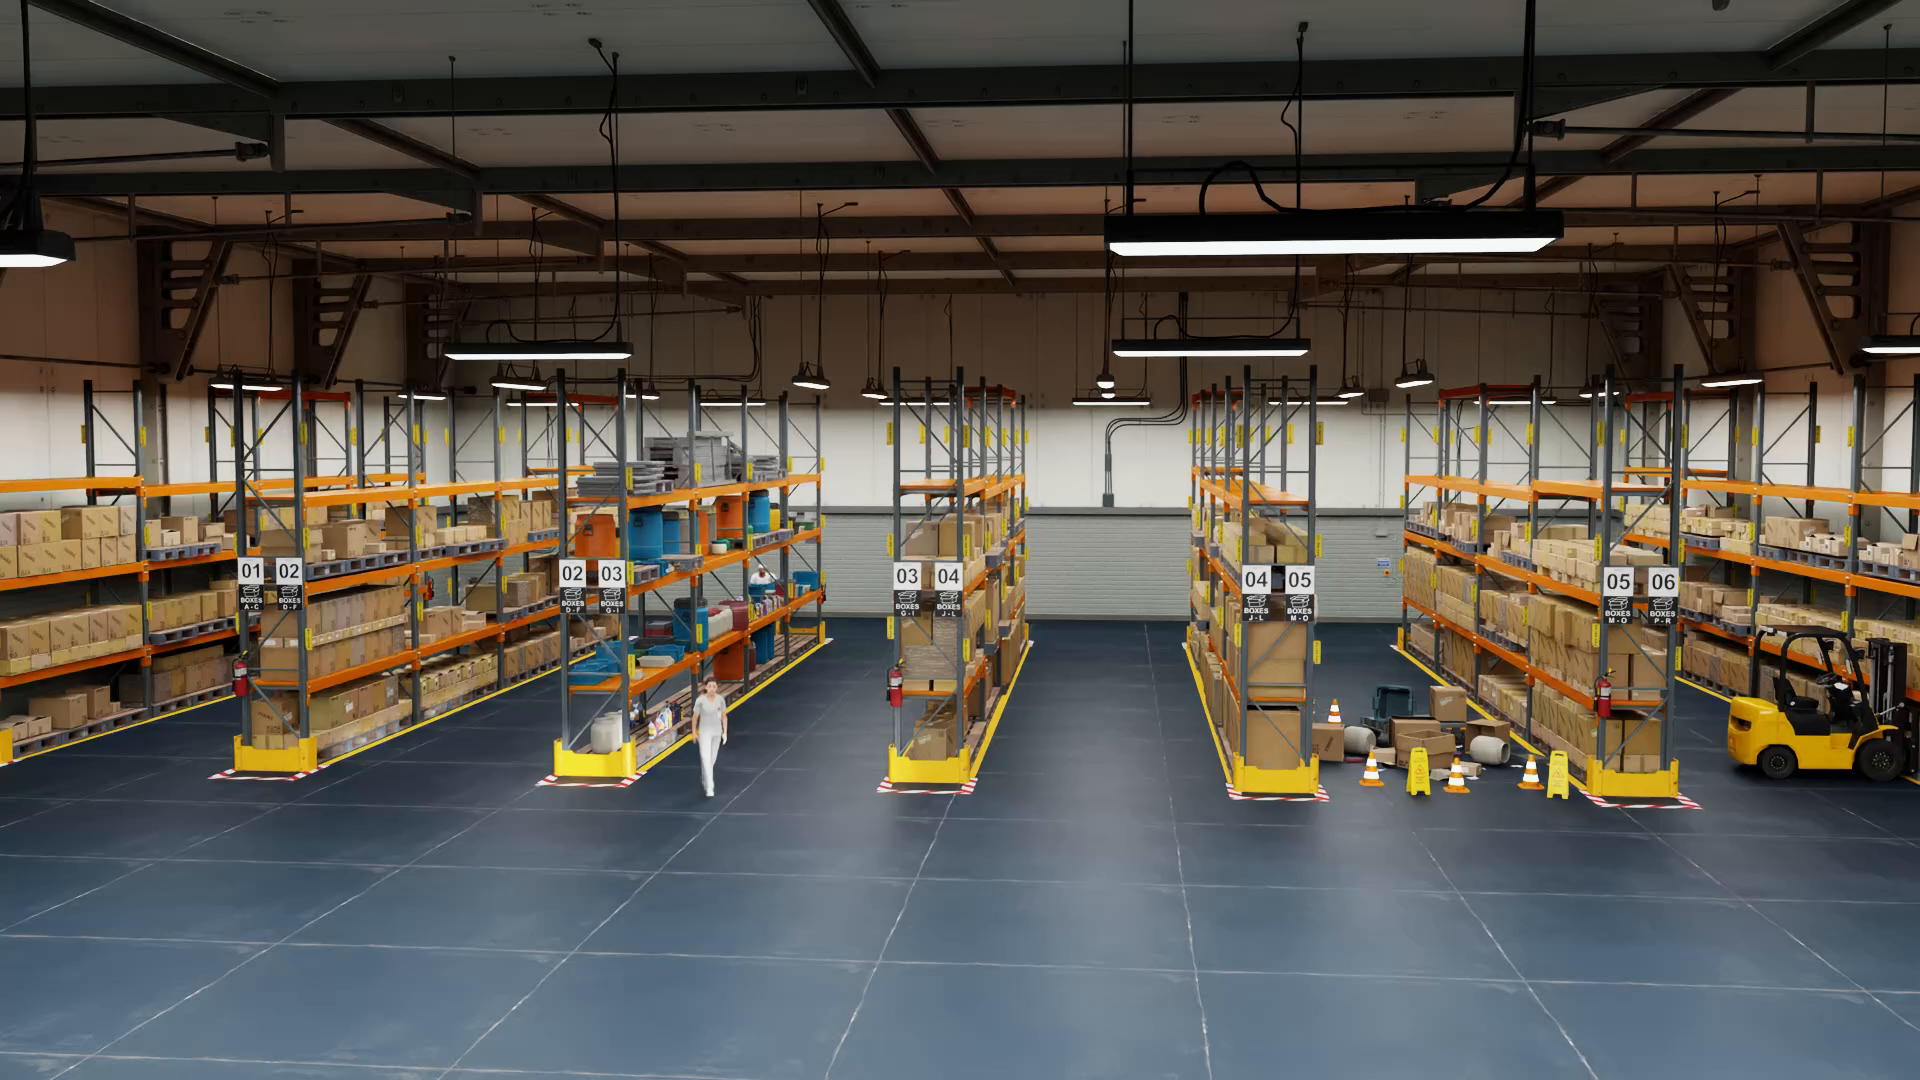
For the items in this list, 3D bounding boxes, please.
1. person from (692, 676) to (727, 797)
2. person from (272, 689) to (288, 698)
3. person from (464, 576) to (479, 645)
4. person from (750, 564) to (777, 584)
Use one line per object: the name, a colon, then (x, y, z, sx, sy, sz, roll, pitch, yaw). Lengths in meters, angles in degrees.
person: (-3.487, 2.717, 23.279, 0.479, 1.618, 0.974, -2, 4, -31)
person: (-12.436, 2.287, 30.591, 0.545, 1.657, 0.604, 0, 4, 5)
person: (-11.637, 1.686, 39.699, 0.459, 1.664, 0.459, -3, 5, -44)
person: (-5.195, 1.437, 44.021, 0.698, 1.665, 0.698, 1, 4, 15)
